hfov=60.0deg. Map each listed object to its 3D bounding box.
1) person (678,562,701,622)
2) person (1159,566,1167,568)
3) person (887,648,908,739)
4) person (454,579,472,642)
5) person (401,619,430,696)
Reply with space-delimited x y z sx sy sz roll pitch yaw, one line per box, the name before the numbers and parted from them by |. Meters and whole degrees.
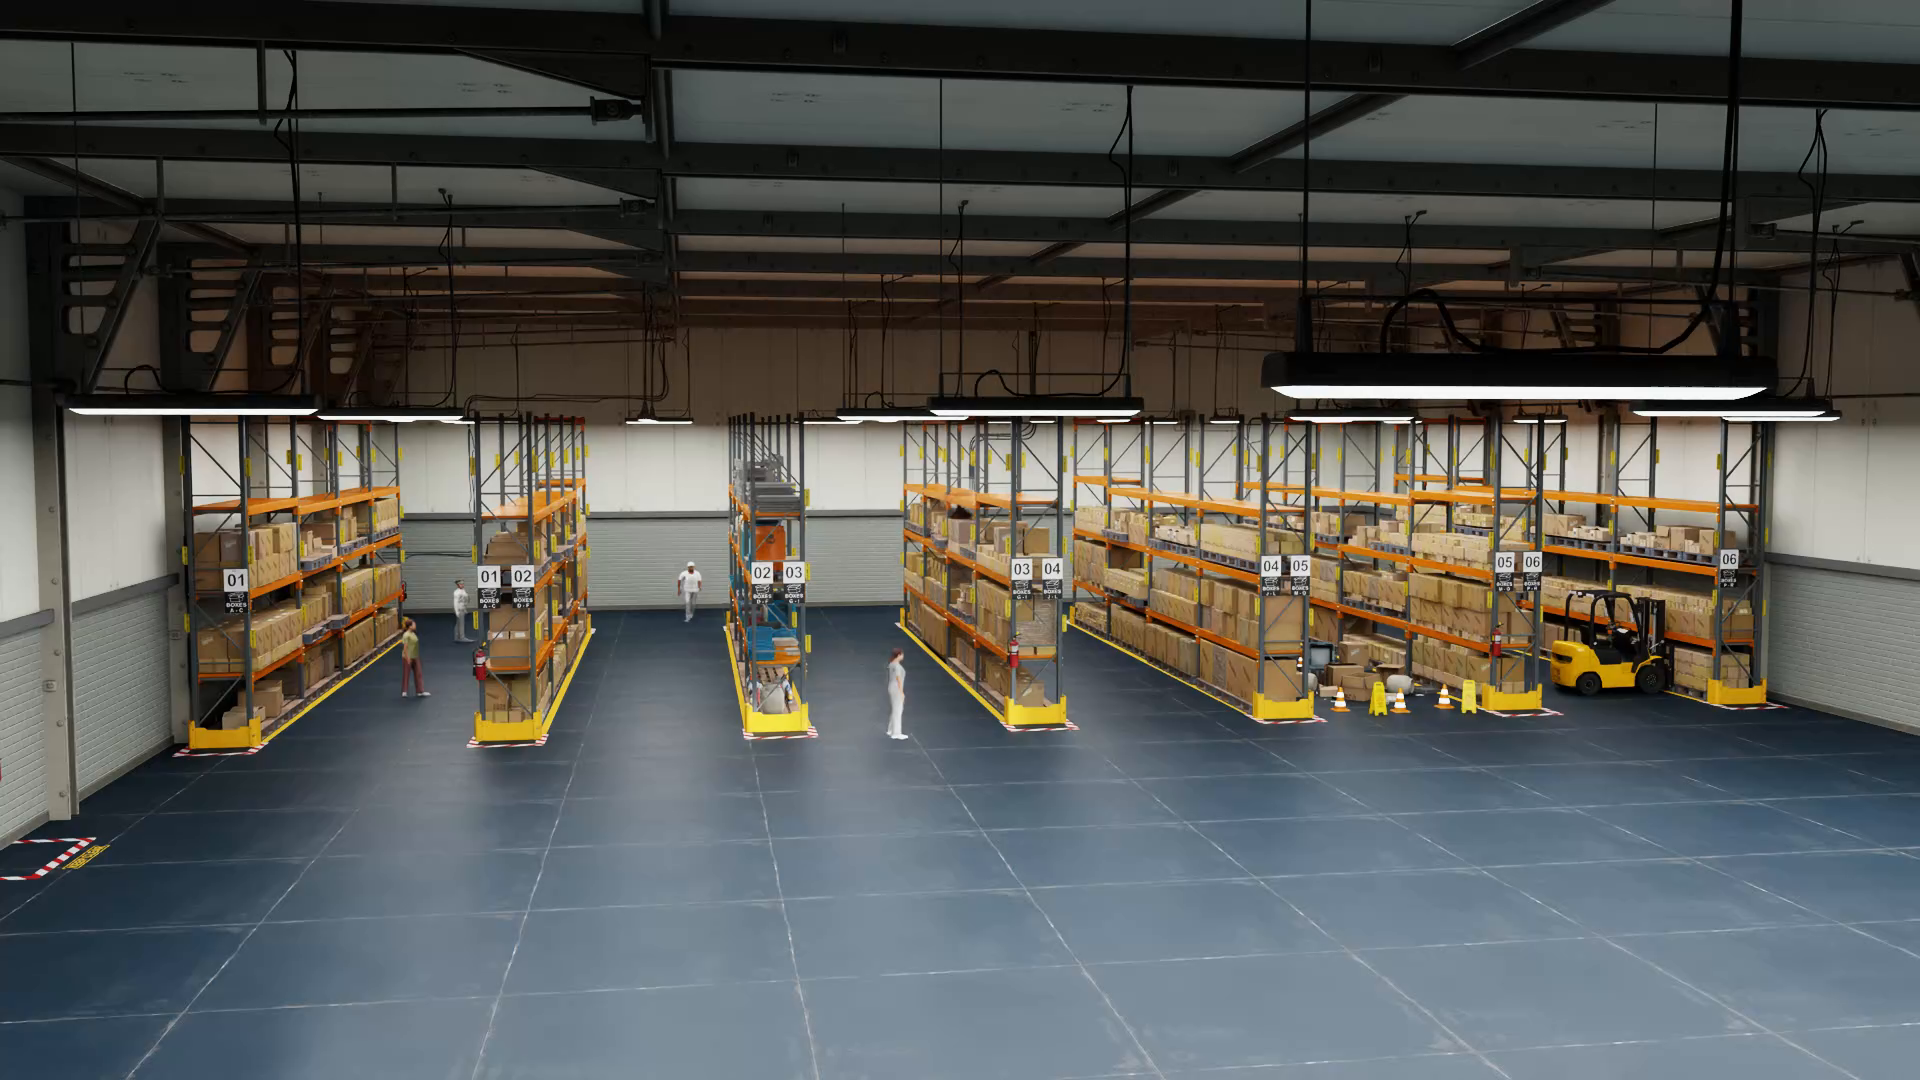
person | -8.004 1.538 49.229 0.688 1.788 0.910 -1 4 -11
person | 5.902 1.600 48.271 0.341 1.691 0.531 -1 4 -19
person | -1.162 2.845 30.602 0.324 1.742 0.534 -1 4 -19
person | -13.222 1.871 44.292 0.507 1.688 0.489 0 4 -2
person | -11.623 2.502 35.232 0.607 1.663 0.486 2 4 26
